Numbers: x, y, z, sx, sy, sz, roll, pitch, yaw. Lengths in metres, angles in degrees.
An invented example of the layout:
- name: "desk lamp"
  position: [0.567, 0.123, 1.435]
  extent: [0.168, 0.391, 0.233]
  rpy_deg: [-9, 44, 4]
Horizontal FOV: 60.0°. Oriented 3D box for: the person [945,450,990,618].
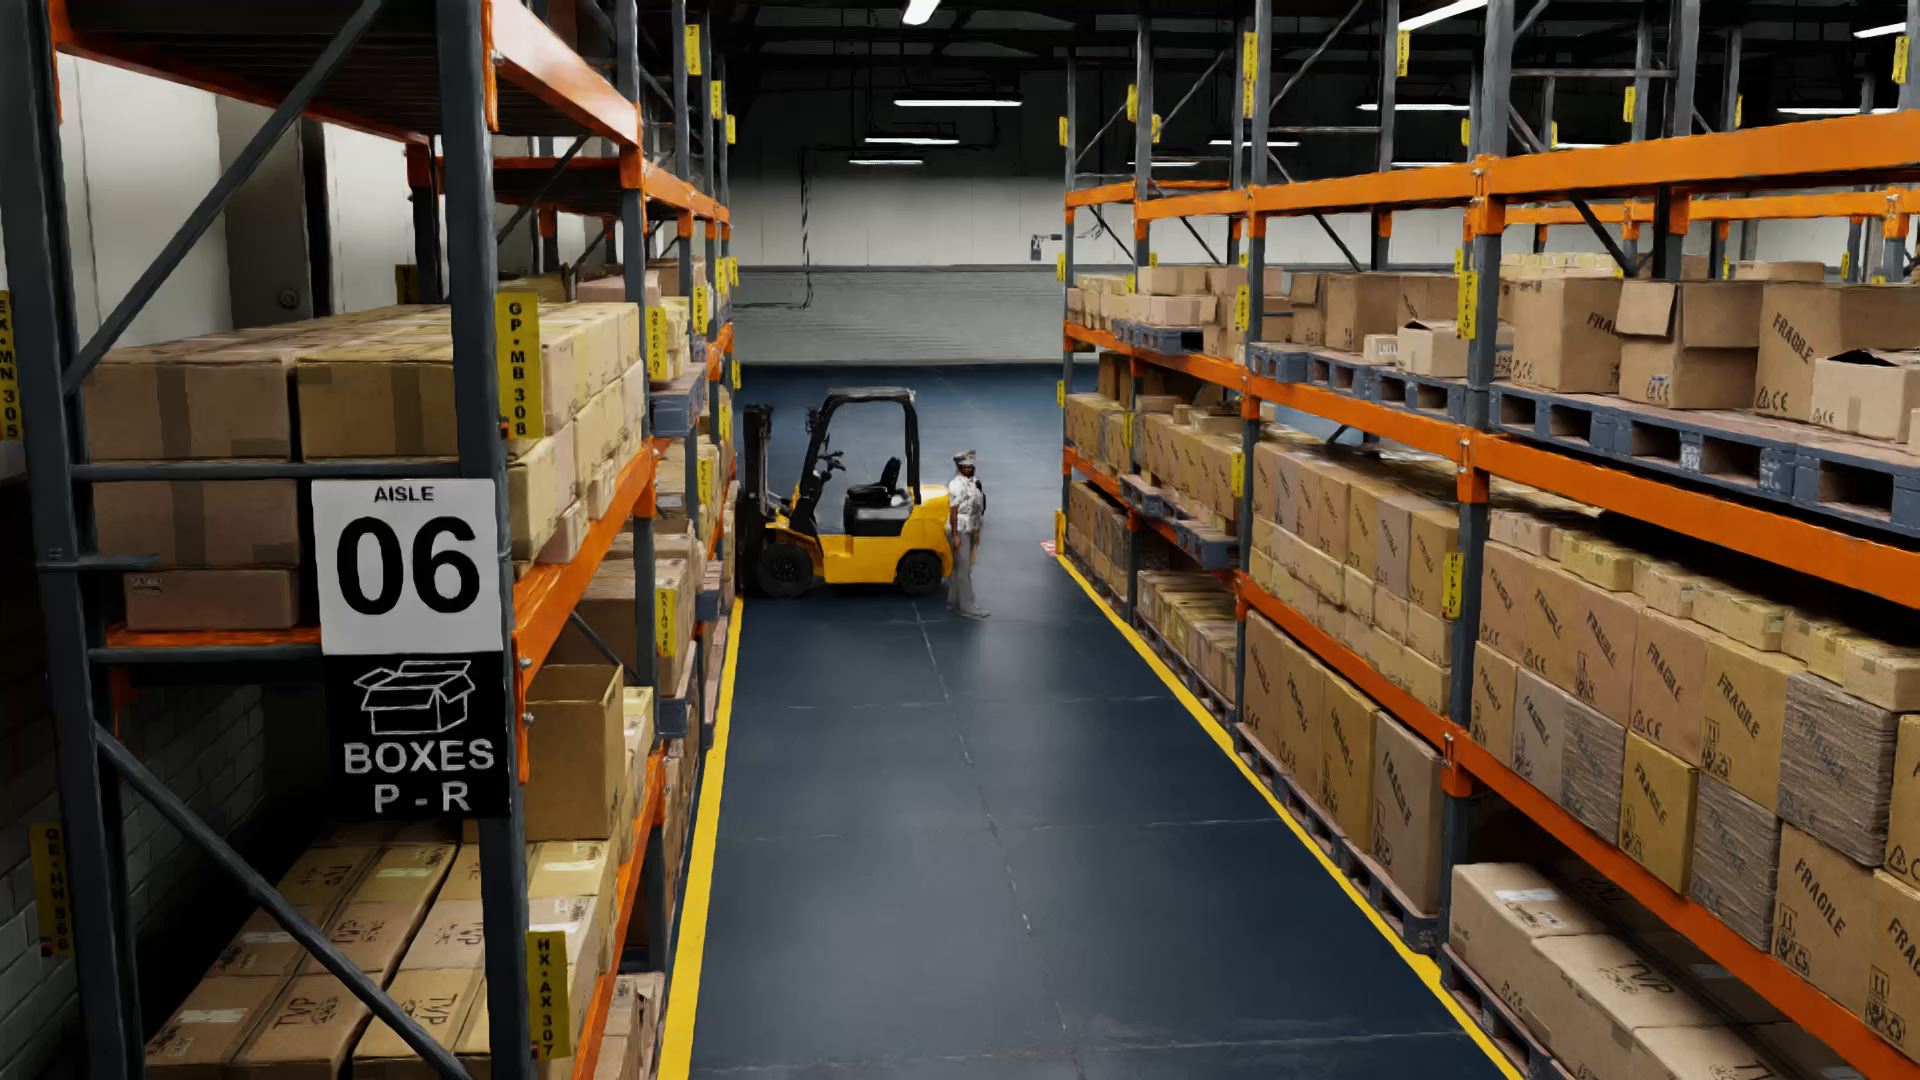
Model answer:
- name: "person"
  position: [0.078, -0.068, 16.629]
  extent: [0.539, 1.672, 0.559]
  rpy_deg: [4, 11, 22]
